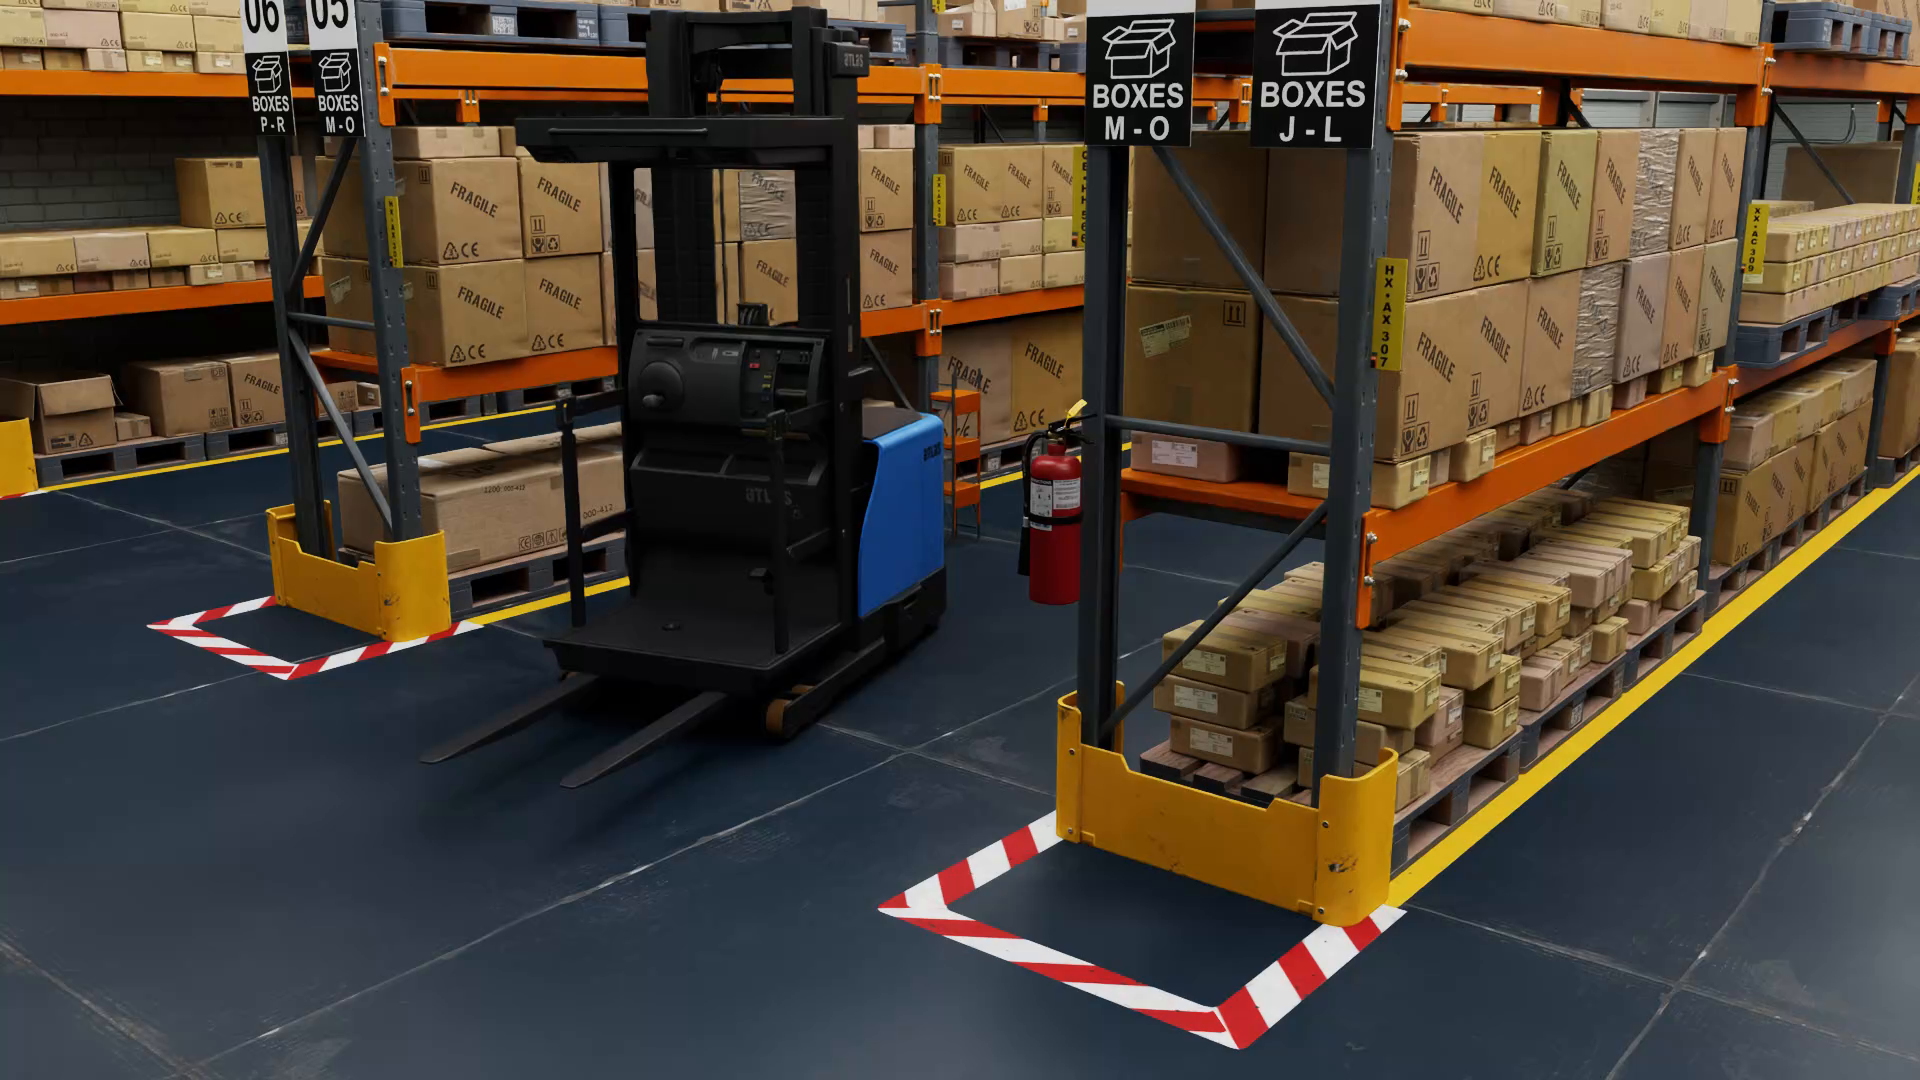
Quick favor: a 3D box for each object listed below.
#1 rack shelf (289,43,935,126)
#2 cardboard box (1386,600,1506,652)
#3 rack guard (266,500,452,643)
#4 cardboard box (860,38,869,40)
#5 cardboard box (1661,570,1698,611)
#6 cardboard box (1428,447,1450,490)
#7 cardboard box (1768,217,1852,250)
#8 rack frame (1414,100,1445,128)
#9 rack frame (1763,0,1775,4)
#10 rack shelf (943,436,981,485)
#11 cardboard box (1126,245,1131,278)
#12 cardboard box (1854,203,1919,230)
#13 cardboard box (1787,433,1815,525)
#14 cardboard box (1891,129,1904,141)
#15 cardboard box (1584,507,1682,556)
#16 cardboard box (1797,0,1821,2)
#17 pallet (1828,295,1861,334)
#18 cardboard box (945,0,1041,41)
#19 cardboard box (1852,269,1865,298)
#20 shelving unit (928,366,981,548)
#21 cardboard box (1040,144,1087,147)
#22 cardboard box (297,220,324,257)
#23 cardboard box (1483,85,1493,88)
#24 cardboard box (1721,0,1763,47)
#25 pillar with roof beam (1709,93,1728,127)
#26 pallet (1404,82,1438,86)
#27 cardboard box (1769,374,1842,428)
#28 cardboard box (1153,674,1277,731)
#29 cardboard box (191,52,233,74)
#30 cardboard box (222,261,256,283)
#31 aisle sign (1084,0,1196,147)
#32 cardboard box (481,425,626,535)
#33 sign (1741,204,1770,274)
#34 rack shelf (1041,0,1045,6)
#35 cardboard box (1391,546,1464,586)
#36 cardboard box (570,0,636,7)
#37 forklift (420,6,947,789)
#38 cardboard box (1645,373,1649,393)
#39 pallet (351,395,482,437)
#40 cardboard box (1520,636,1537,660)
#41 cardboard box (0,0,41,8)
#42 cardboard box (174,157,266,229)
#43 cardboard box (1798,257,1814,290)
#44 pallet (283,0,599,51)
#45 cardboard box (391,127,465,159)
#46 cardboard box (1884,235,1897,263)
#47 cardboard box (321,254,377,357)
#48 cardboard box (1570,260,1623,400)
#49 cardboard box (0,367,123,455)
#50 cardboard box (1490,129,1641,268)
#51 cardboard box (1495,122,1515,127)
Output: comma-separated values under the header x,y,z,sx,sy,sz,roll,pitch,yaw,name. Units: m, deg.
x,y,z,sx,sy,sz,roll,pitch,yaw,name
-1.824,-2.561,9.479,1.077,0.370,4.000,11,18,38,rack shelf
1.855,0.356,6.358,0.380,0.149,0.250,10,17,35,cardboard box
-3.096,0.144,8.542,1.175,0.500,0.348,11,18,38,rack guard
-1.271,-5.227,17.256,0.500,0.500,0.500,11,18,38,cardboard box
3.365,0.214,8.125,0.380,0.149,0.250,12,18,38,cardboard box
1.419,-0.271,5.606,0.380,0.149,0.250,12,19,40,cardboard box
4.605,-1.666,9.037,0.380,0.149,0.250,11,18,37,cardboard box
4.461,-3.371,17.299,1.000,3.000,0.127,11,18,38,rack frame
3.346,-3.999,7.590,1.000,3.000,0.127,11,18,38,rack frame
-0.034,-0.488,9.956,0.215,0.259,0.240,11,18,38,rack shelf
1.193,-2.201,12.998,0.500,0.250,0.500,11,18,37,cardboard box
5.909,-2.063,10.601,0.380,0.149,0.250,10,18,35,cardboard box
4.667,-0.388,9.783,0.500,0.500,0.500,12,18,38,cardboard box
8.888,-3.409,14.951,0.875,0.550,0.550,11,18,38,cardboard box
3.196,-0.038,7.911,0.380,0.149,0.250,12,18,38,cardboard box
4.063,-2.842,8.454,0.500,0.311,0.500,11,18,37,cardboard box
4.648,-1.379,9.851,1.003,0.211,1.213,11,18,38,pallet
0.212,-3.668,11.322,0.500,0.500,0.500,11,18,37,cardboard box
4.929,-1.477,9.500,0.380,0.149,0.250,10,17,35,cardboard box
-0.034,-0.499,9.953,0.215,1.050,0.252,11,18,38,shelving unit
0.868,-2.709,12.460,0.500,0.500,0.500,11,18,37,cardboard box
-5.188,-2.350,12.984,0.500,0.250,0.500,11,18,37,cardboard box
5.490,-4.922,17.823,0.380,0.149,0.250,11,18,36,cardboard box
3.248,-2.337,7.443,0.500,0.250,0.500,12,18,39,cardboard box
24.177,-12.897,42.614,9.100,9.000,0.400,11,18,38,pillar with roof beam
3.990,-4.632,16.552,1.213,0.211,1.003,11,18,38,pallet
4.994,-0.849,10.072,0.500,0.250,0.500,12,18,39,cardboard box
0.942,0.563,6.148,0.380,0.149,0.250,11,18,36,cardboard box
-5.524,-3.476,12.130,0.380,0.149,0.250,11,18,38,cardboard box
-5.526,-2.031,12.537,0.380,0.149,0.250,12,18,39,cardboard box
0.553,-1.618,5.121,0.394,0.787,0.004,11,18,38,aisle sign
-2.176,-0.353,9.770,0.875,0.438,0.875,12,18,39,cardboard box
3.773,-1.429,7.897,0.100,0.325,0.005,11,18,38,sign
-0.659,-6.120,18.211,1.077,0.370,4.000,11,18,38,rack shelf
1.967,0.127,7.259,0.380,0.149,0.250,11,18,38,cardboard box
-2.102,-3.014,8.928,0.500,0.311,0.500,12,18,39,cardboard box
-1.091,-0.715,6.983,1.130,2.935,3.031,6,15,21,forklift
2.842,-0.732,7.424,0.380,0.149,0.250,11,18,36,cardboard box
-4.863,-1.123,14.115,1.003,0.211,1.213,11,18,38,pallet
2.139,0.387,6.840,0.380,0.149,0.250,12,19,40,cardboard box
-6.470,-3.654,11.006,0.500,0.250,0.500,11,18,37,cardboard box
-5.507,-2.607,12.472,0.500,0.500,0.500,12,18,39,cardboard box
4.113,-1.372,8.485,0.380,0.149,0.250,11,18,36,cardboard box
-2.623,-2.627,8.460,1.003,0.211,1.213,11,18,38,pallet
-2.643,-1.945,8.136,0.380,0.149,0.250,12,18,39,cardboard box
5.417,-1.769,10.046,0.380,0.149,0.250,11,18,38,cardboard box
-2.984,-1.254,8.765,0.500,0.500,0.500,11,18,38,cardboard box
2.279,-0.859,6.603,0.500,0.500,0.500,11,18,36,cardboard box
-6.486,-0.936,11.932,0.797,0.503,0.637,10,18,35,cardboard box
2.295,-1.340,6.467,0.500,0.500,0.500,11,18,36,cardboard box
5.581,-4.285,18.060,0.700,0.500,0.500,11,18,36,cardboard box
